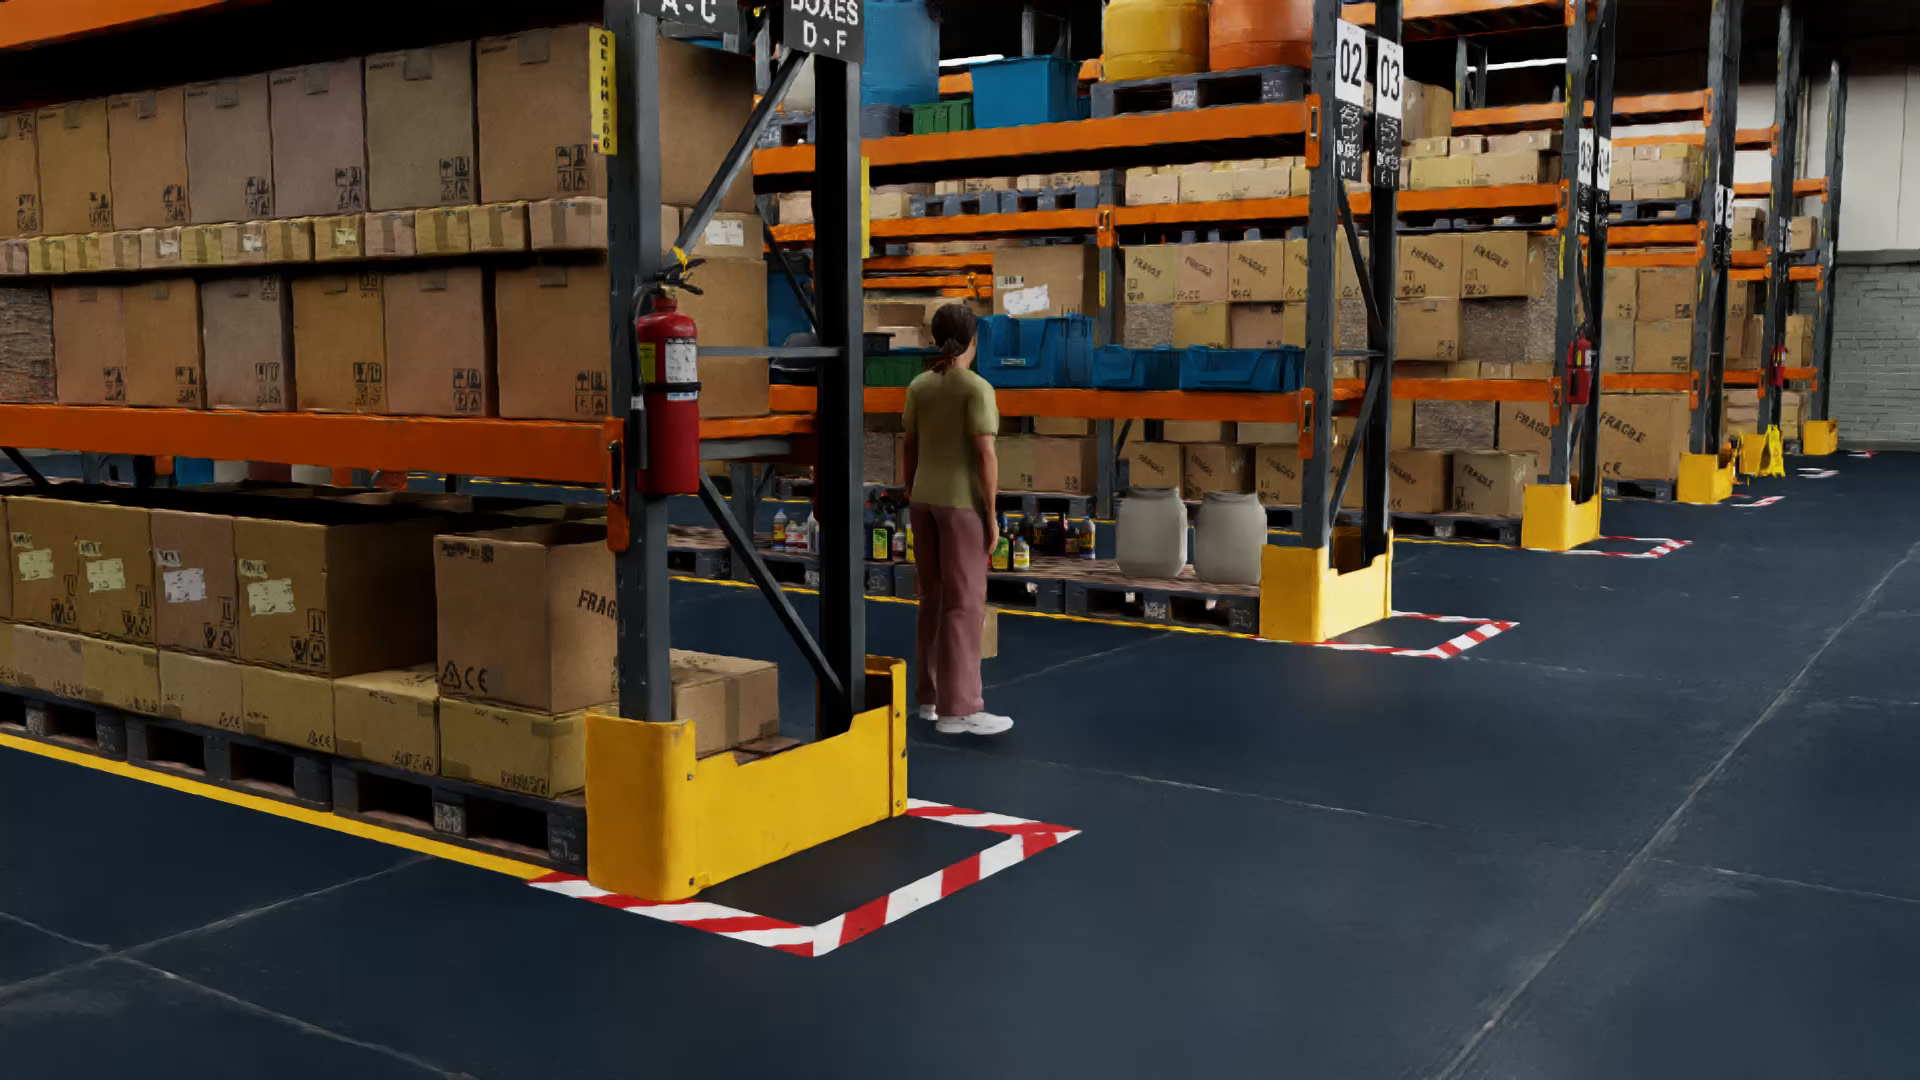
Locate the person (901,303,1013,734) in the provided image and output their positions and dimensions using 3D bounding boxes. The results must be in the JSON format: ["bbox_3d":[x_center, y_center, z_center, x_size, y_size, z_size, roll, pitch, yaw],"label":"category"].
[{"bbox_3d":[-0.001,-0.093,6.592,0.412,1.674,0.521,-6,9,-44],"label":"person"}]
